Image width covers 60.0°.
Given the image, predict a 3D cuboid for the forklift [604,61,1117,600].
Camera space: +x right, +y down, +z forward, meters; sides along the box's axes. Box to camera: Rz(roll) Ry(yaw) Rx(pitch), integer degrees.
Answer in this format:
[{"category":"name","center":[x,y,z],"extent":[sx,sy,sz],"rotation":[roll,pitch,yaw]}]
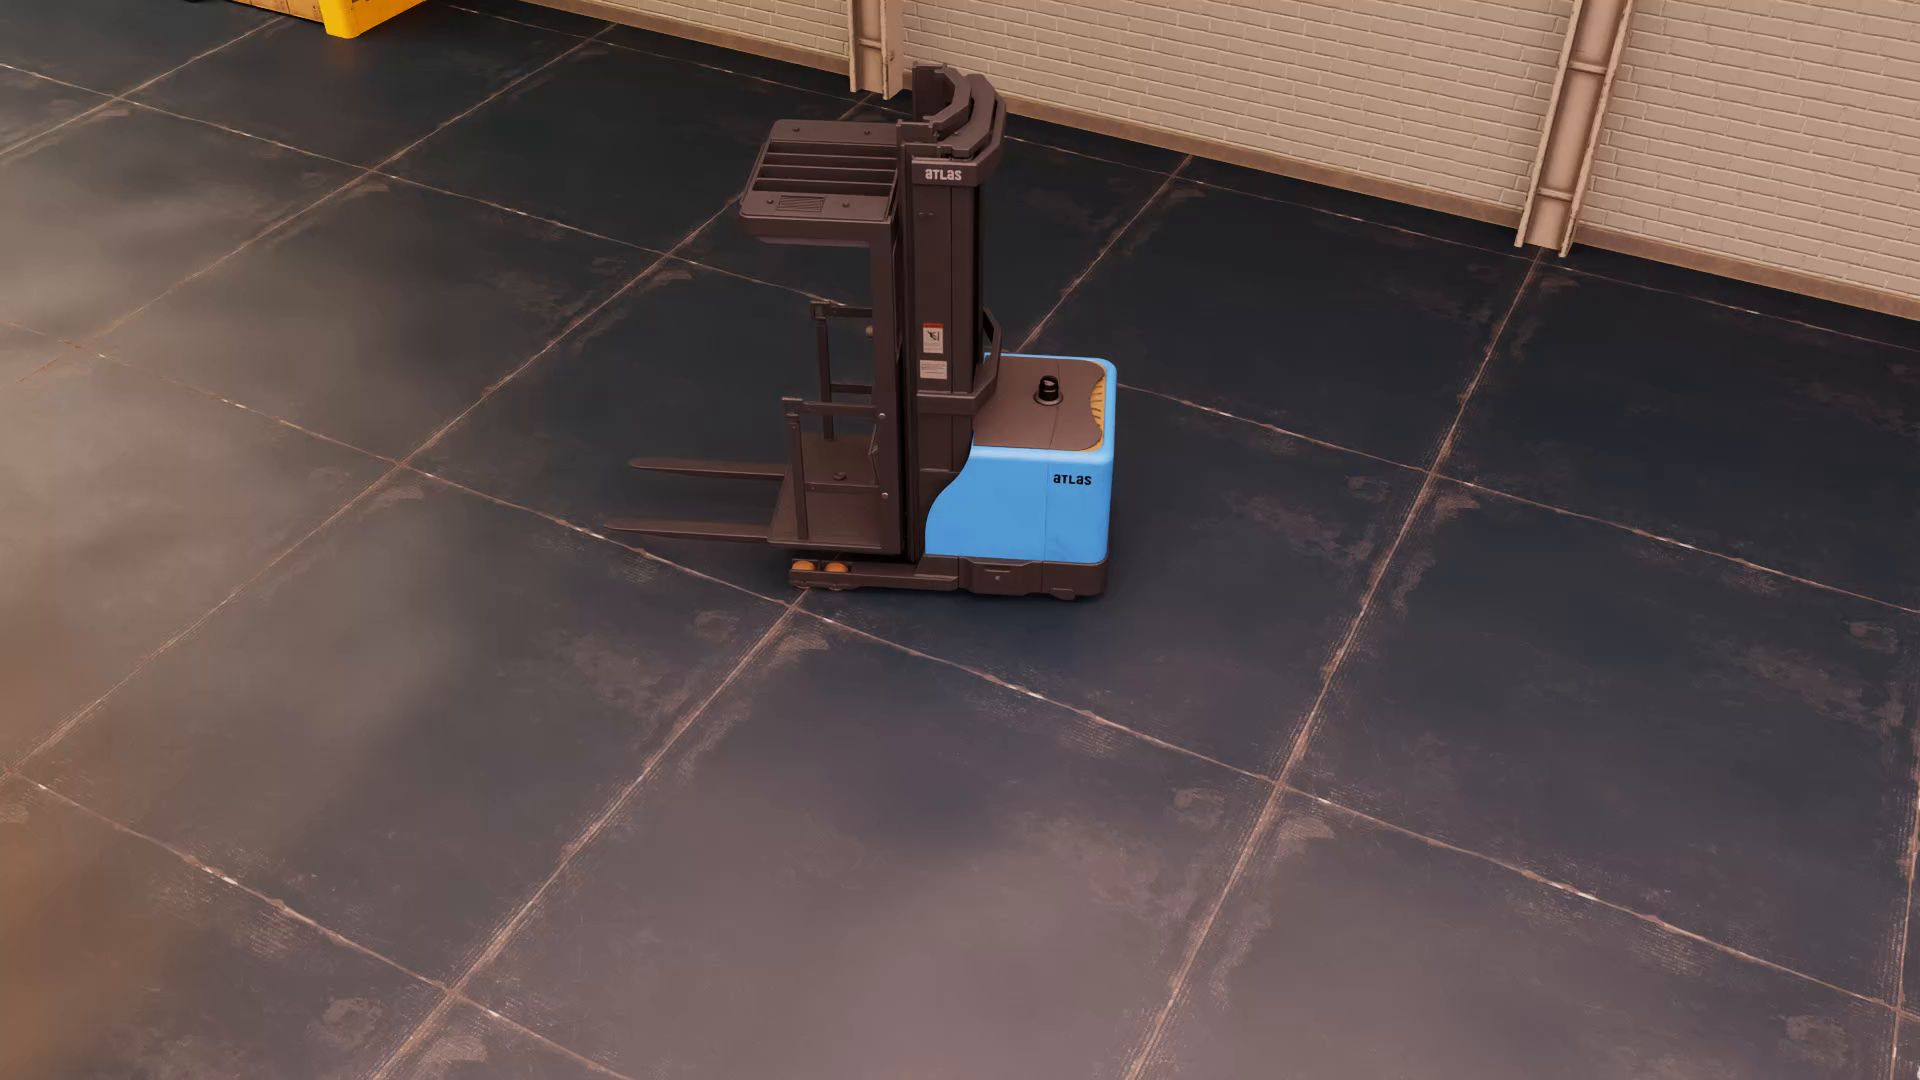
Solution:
[{"category":"forklift","center":[-0.606,-1.157,9.360],"extent":[3.031,2.935,1.130],"rotation":[3,40,4]}]
